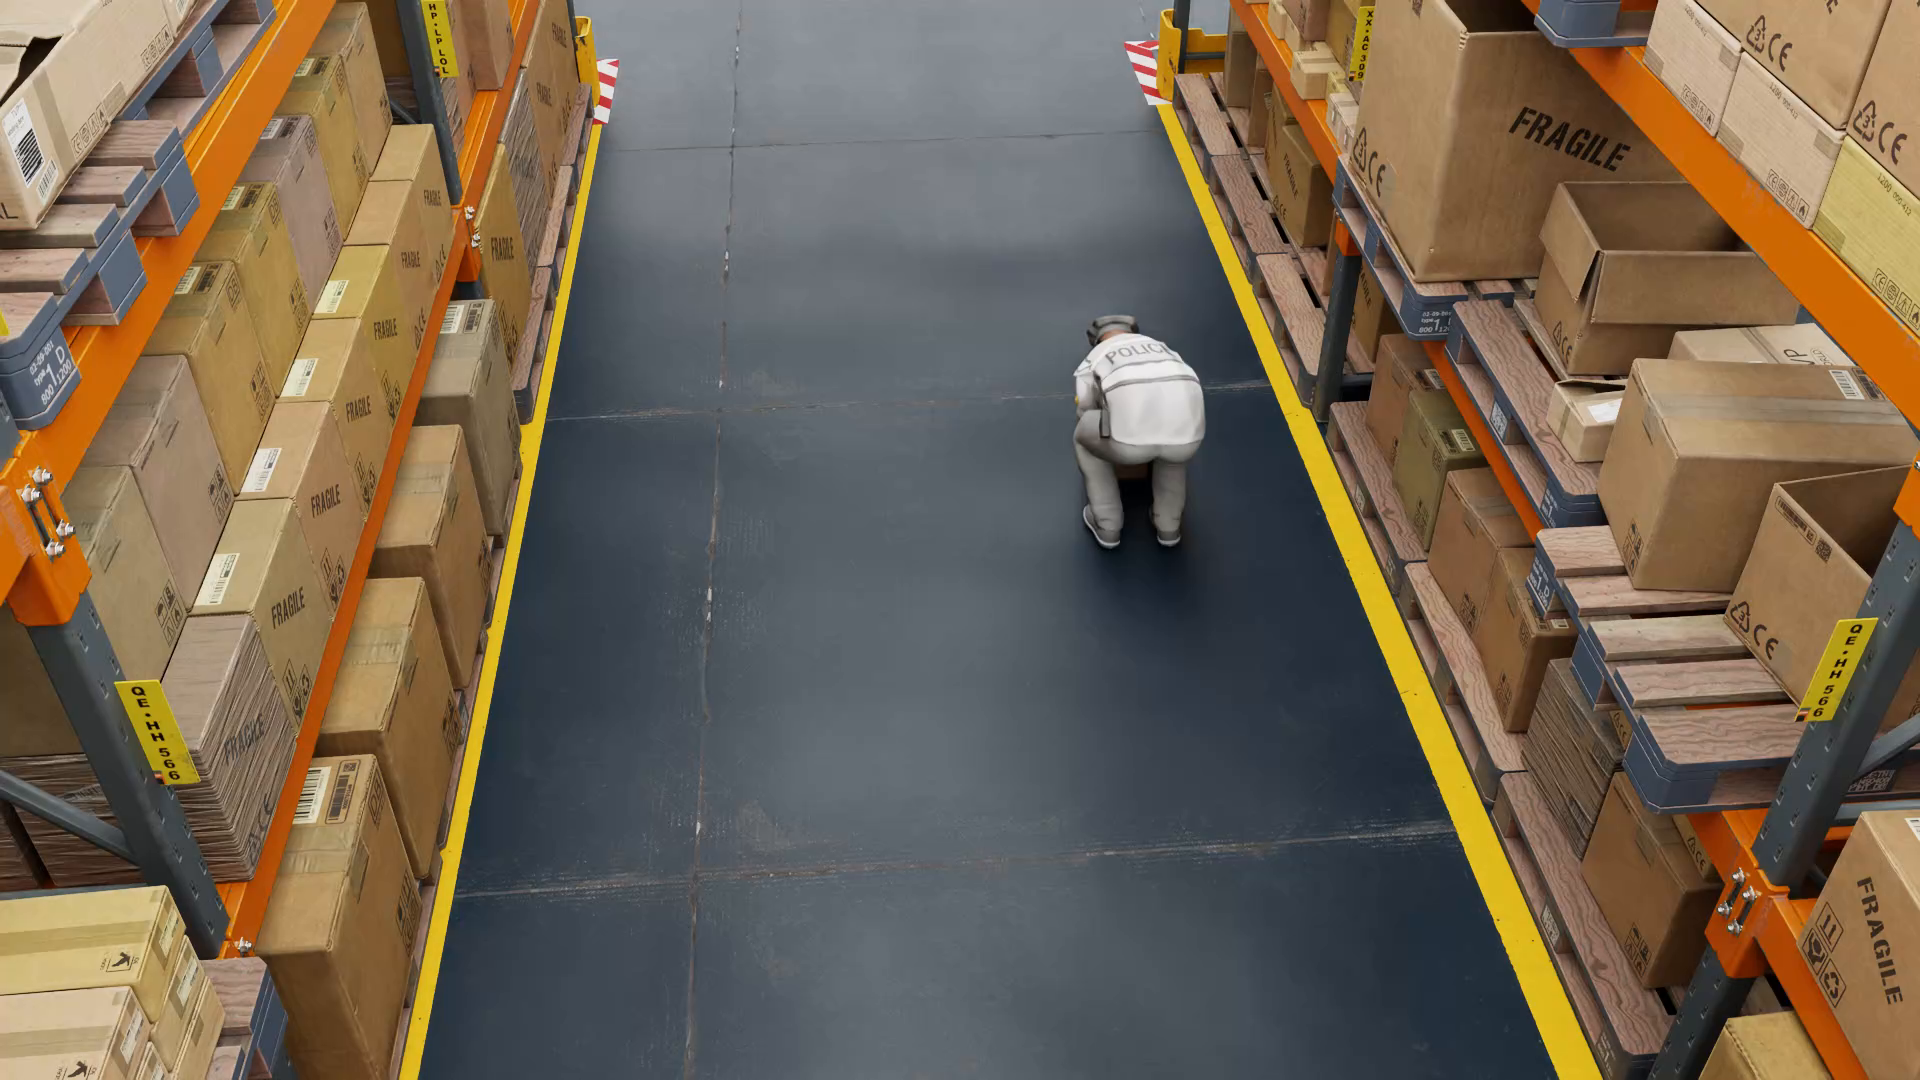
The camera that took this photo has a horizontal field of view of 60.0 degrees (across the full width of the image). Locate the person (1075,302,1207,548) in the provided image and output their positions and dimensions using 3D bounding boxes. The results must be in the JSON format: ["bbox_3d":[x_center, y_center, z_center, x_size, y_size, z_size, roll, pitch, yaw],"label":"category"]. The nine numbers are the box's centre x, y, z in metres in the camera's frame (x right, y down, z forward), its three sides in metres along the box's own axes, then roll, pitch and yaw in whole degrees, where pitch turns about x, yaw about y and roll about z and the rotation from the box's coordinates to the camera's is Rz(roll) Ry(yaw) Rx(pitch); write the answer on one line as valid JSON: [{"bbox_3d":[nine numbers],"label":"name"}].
[{"bbox_3d":[0.771,-0.555,7.442,0.533,0.994,1.025,-5,39,-6],"label":"person"}]
